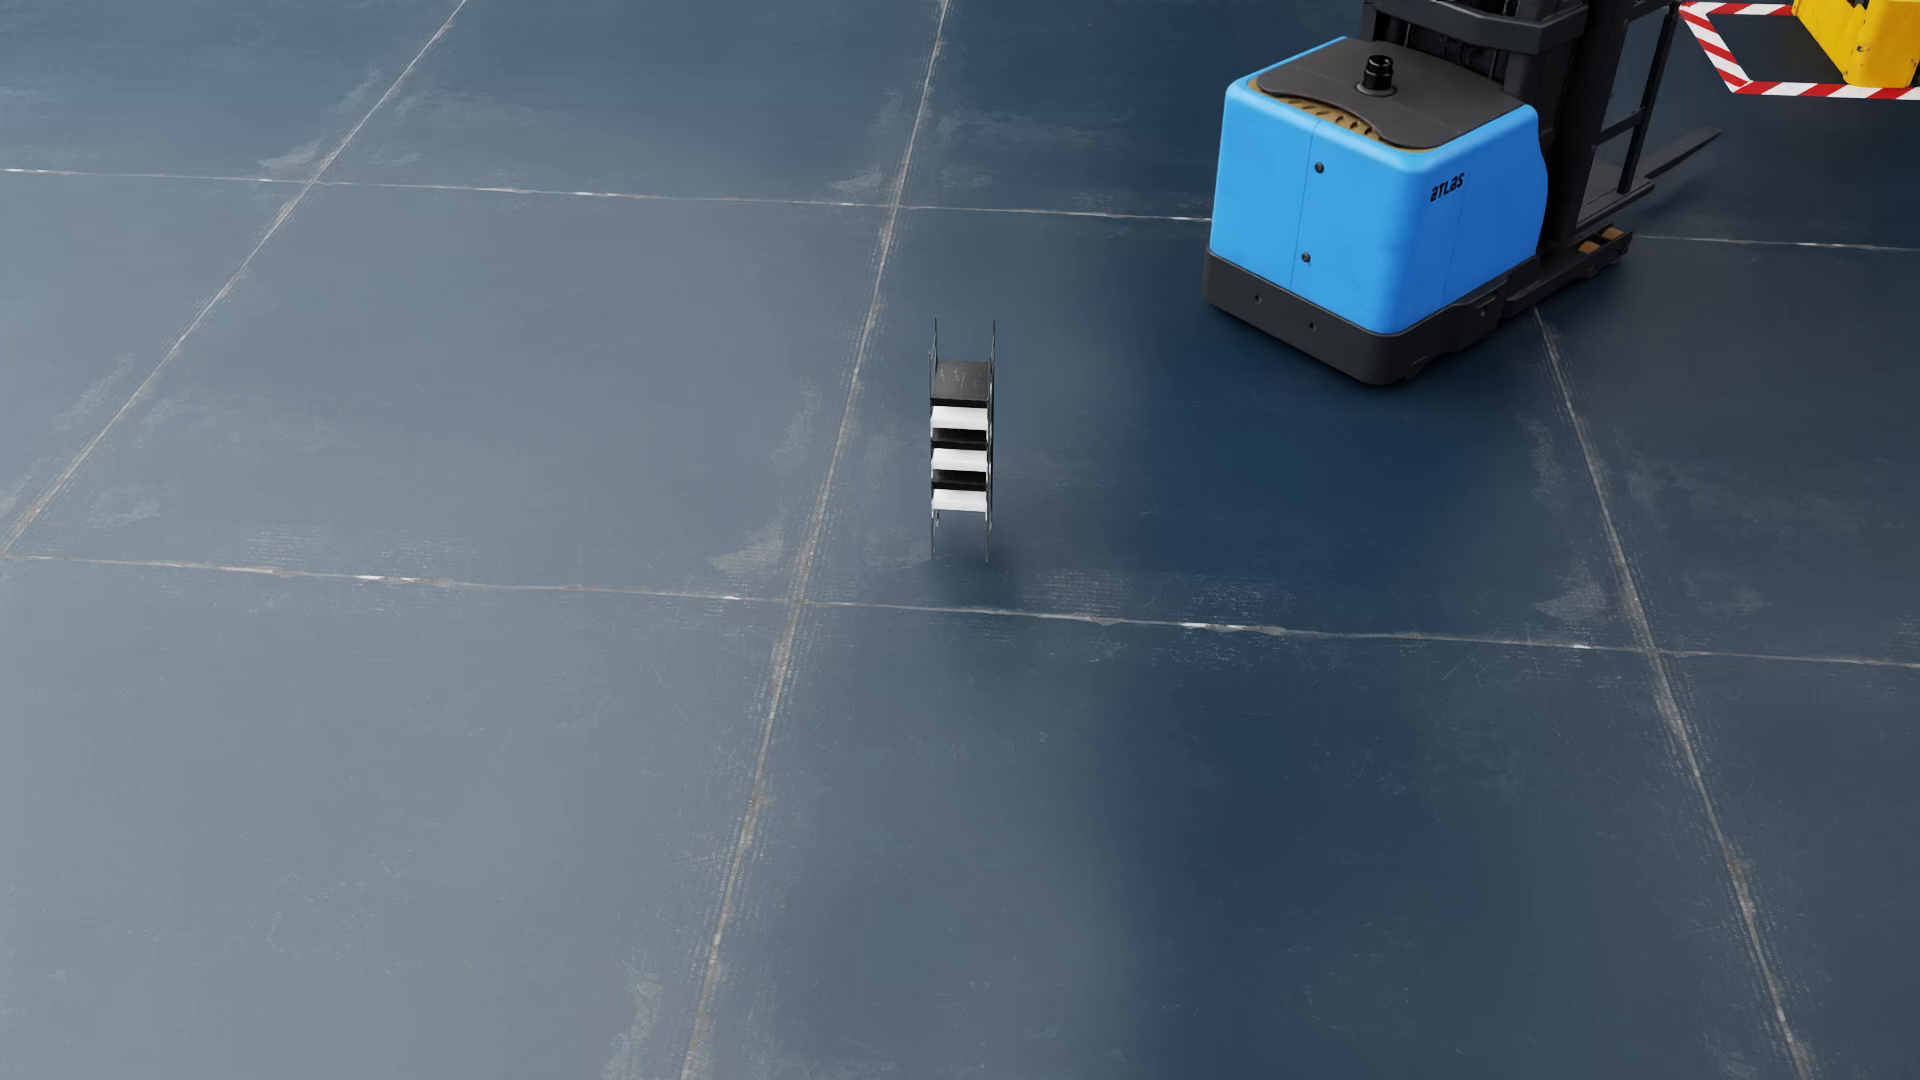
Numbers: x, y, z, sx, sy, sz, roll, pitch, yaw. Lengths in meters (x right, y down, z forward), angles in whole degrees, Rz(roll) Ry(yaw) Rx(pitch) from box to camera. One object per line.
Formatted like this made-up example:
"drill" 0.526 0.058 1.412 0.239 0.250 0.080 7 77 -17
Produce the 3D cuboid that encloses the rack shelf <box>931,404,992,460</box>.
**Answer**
"rack shelf" 0.008 -0.392 5.930 0.200 0.077 0.258 3 39 4

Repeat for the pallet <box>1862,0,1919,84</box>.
"pallet" 6.060 -2.953 9.711 1.213 0.211 1.003 3 39 4

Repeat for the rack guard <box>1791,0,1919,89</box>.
"rack guard" 5.252 -3.113 9.679 0.348 0.500 1.175 3 39 4

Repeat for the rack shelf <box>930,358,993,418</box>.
"rack shelf" 0.008 -0.532 5.816 0.200 0.077 0.258 3 39 4

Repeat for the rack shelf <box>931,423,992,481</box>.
"rack shelf" 0.008 -0.323 5.986 0.200 0.077 0.258 3 39 4

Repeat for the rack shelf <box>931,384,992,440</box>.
"rack shelf" 0.008 -0.462 5.873 0.200 0.077 0.258 3 39 4

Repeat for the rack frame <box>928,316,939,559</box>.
"rack frame" -0.093 -0.354 5.972 0.006 0.900 0.240 3 39 4

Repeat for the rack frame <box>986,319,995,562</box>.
"rack frame" 0.109 -0.343 5.959 0.006 0.900 0.240 3 39 4

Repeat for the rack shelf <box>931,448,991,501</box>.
"rack shelf" 0.008 -0.253 6.043 0.200 0.077 0.258 3 39 4

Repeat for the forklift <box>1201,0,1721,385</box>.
"forklift" 2.524 -2.580 7.098 3.031 2.935 1.130 -29 47 -31

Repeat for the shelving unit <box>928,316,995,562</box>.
"shelving unit" 0.008 -0.349 5.965 0.210 0.900 0.258 3 39 4

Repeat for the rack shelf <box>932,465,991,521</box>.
"rack shelf" 0.008 -0.183 6.100 0.200 0.077 0.258 3 39 4
